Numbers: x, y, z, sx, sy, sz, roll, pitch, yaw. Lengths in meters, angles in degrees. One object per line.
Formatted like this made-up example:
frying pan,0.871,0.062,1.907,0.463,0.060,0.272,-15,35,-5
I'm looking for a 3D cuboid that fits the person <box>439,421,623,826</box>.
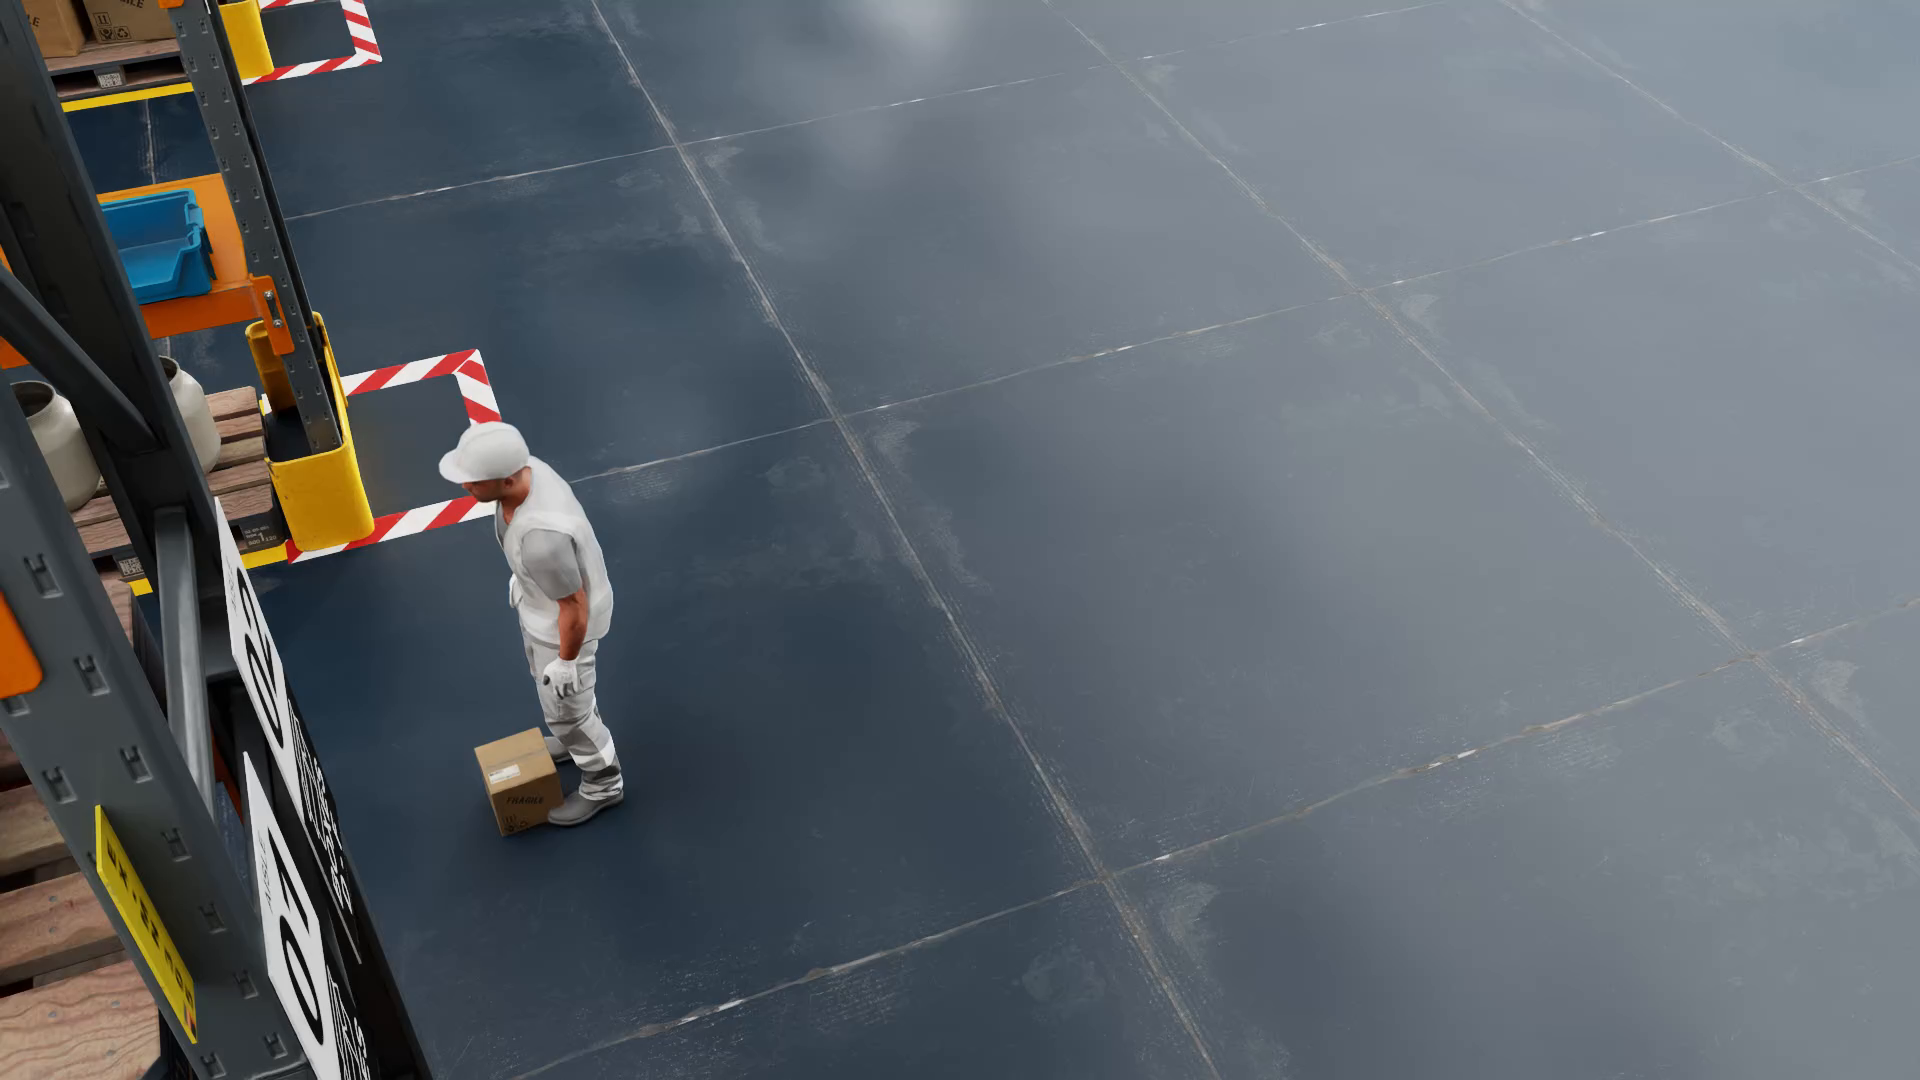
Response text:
person,-1.446,0.281,5.829,0.450,1.778,0.597,-17,44,-18
